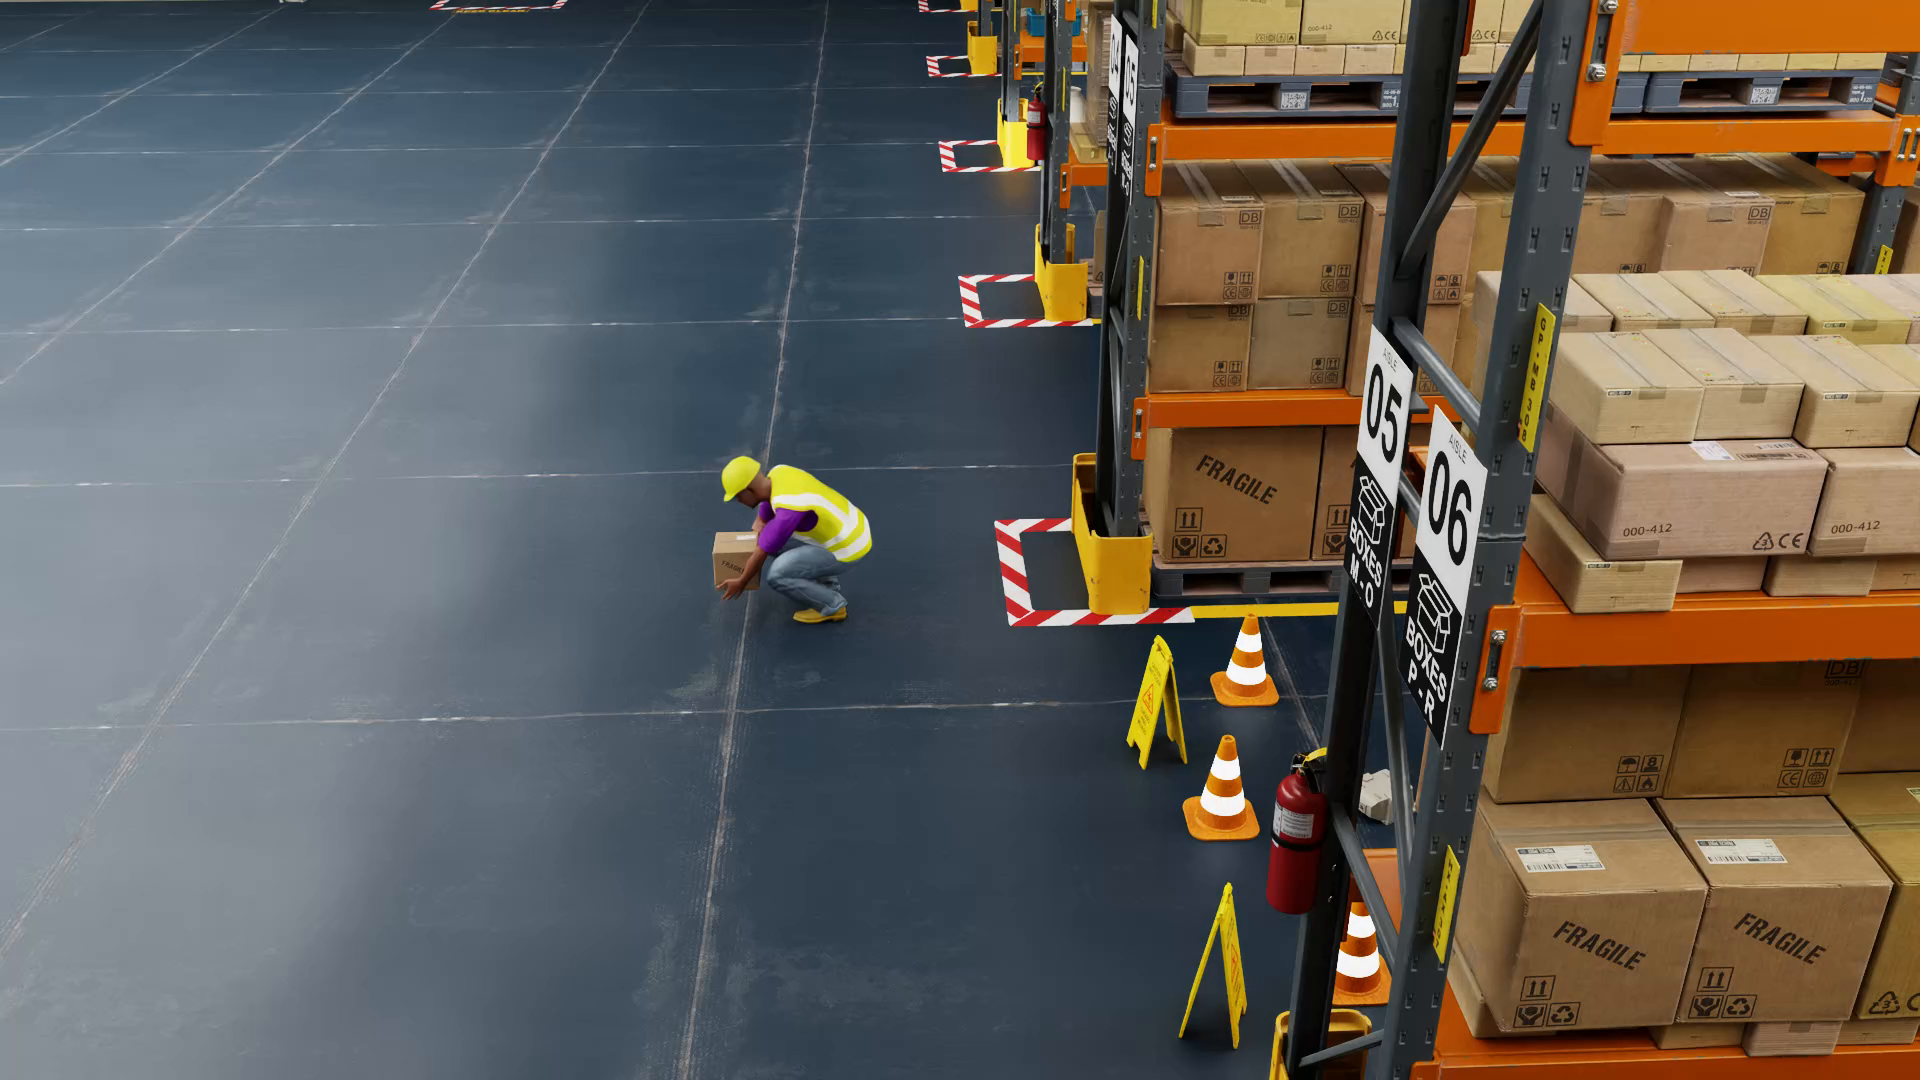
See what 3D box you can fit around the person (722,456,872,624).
[{"bbox_3d":[-0.916,-0.029,9.484,0.823,1.008,0.553,-2,27,-3],"label":"person"}]
